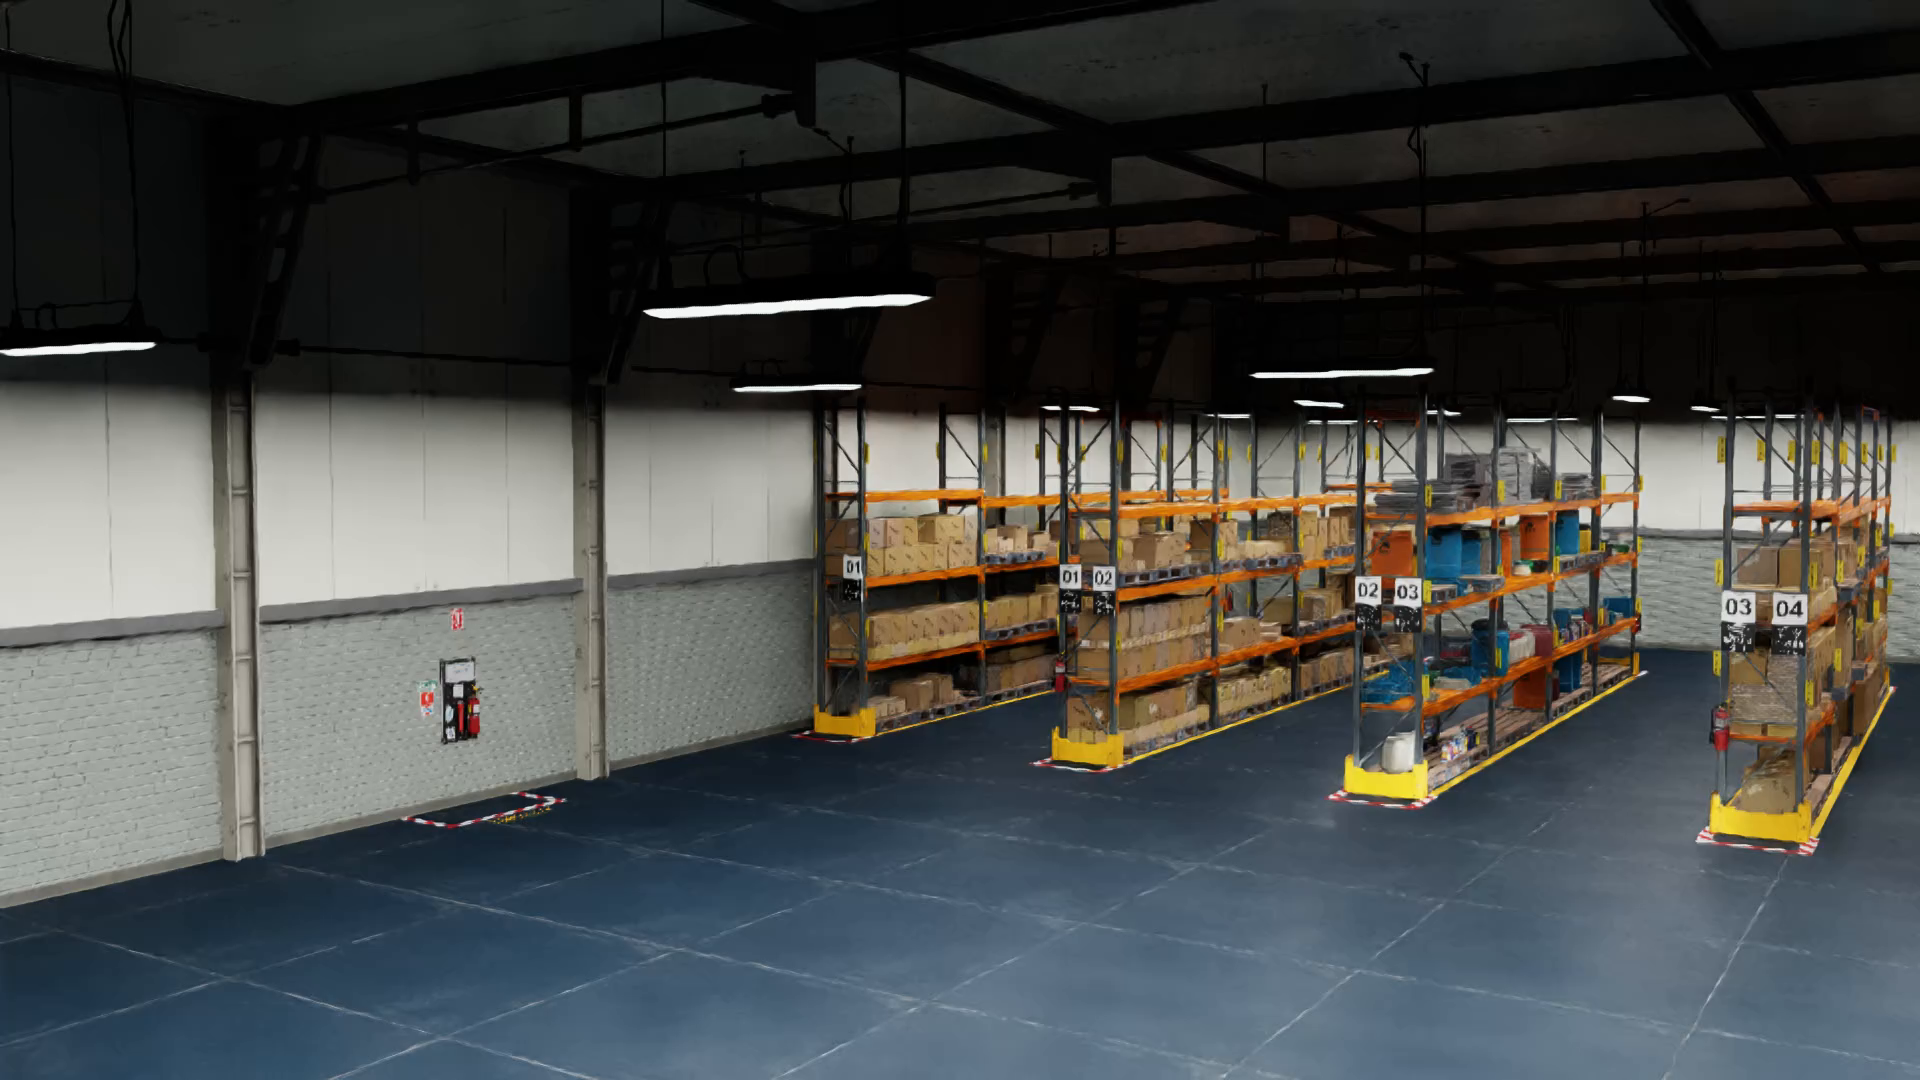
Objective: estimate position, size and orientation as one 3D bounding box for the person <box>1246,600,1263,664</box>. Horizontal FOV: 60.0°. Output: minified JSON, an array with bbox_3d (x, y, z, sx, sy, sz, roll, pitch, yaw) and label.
[{"bbox_3d":[6.898,2.164,38.894,0.479,1.567,1.070,2,4,34],"label":"person"}]
